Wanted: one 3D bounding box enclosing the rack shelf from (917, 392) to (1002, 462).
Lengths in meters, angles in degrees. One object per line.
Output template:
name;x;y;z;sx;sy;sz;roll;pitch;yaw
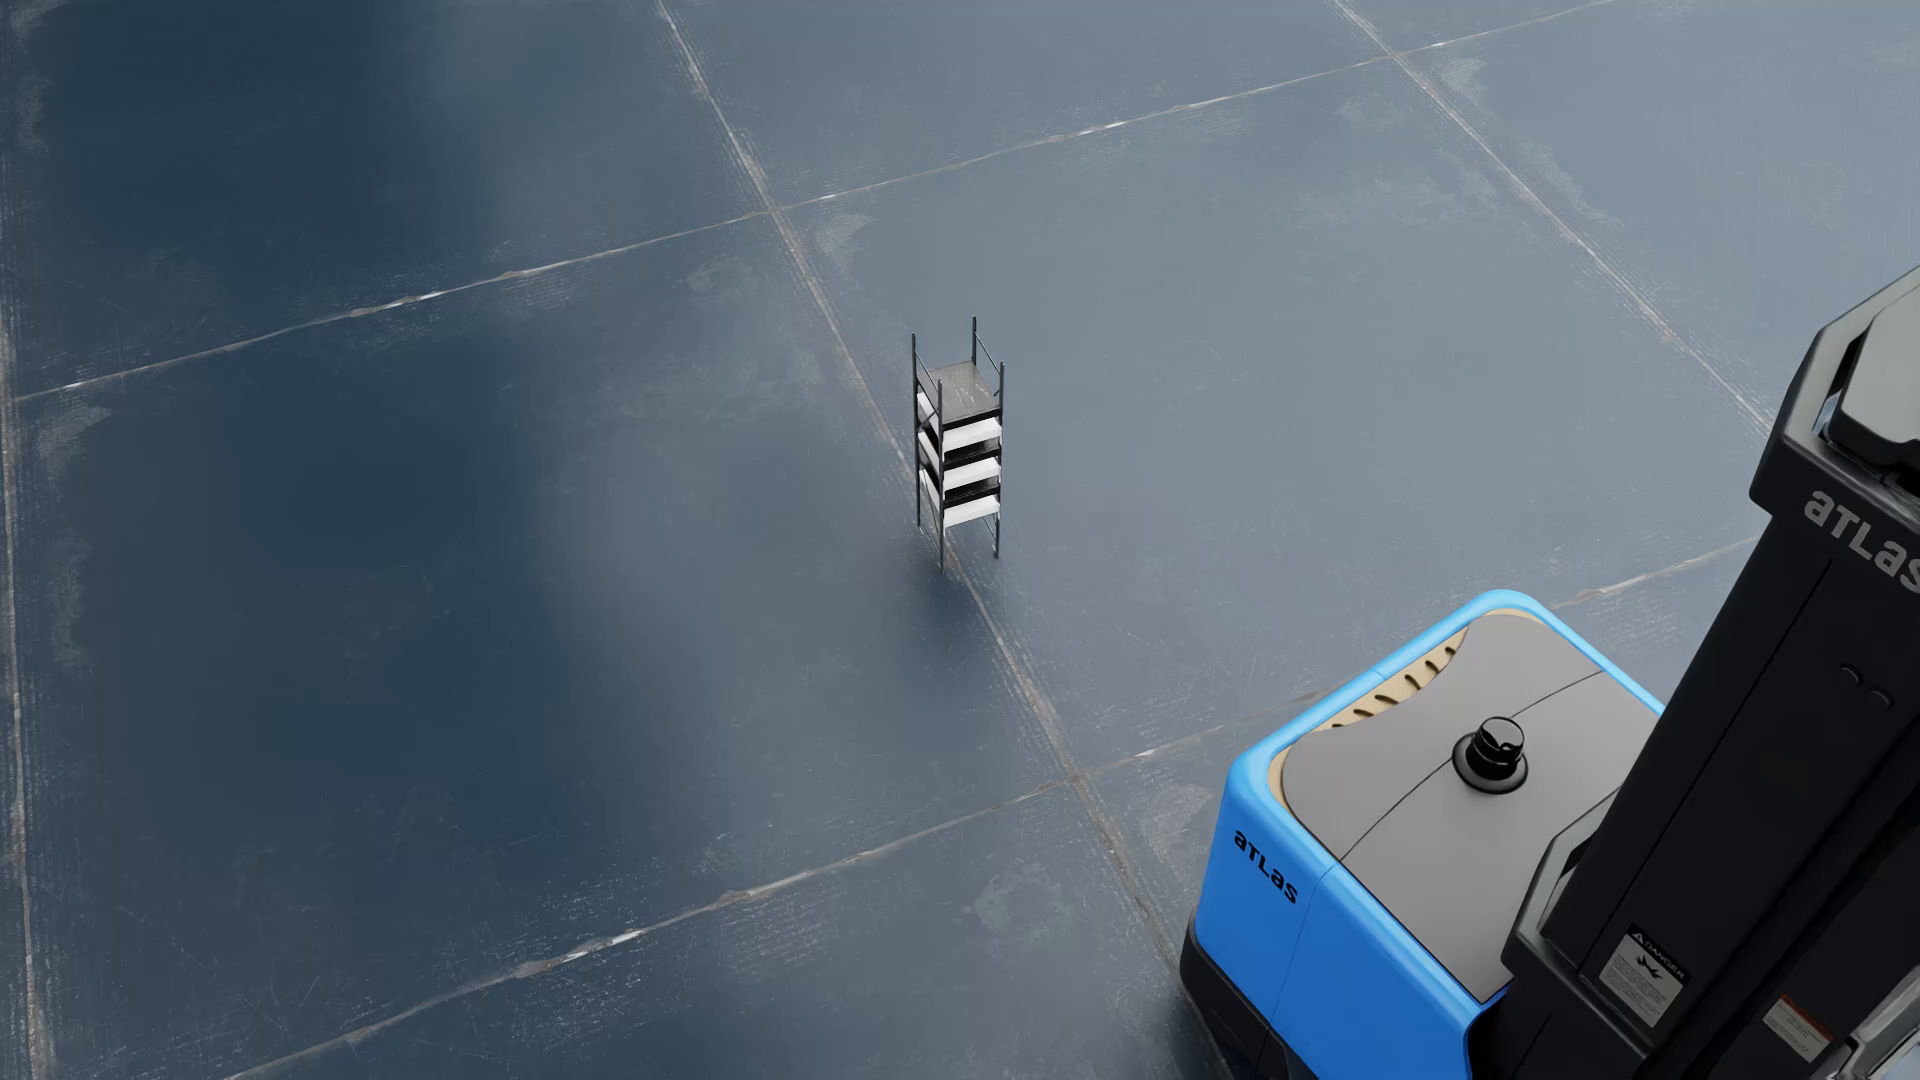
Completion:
rack shelf;-0.008;-0.386;5.295;0.200;0.077;0.258;-17;52;-14

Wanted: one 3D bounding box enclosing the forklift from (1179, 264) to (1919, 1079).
forklift;1.884;0.965;2.989;1.130;2.935;3.031;-29;55;-23

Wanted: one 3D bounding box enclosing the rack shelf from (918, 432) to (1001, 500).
rack shelf;-0.008;-0.269;5.432;0.200;0.077;0.258;-17;52;-14

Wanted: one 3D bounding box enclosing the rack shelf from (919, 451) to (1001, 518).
rack shelf;-0.008;-0.211;5.500;0.200;0.077;0.258;-17;52;-14

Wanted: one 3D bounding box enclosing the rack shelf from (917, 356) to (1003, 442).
rack shelf;-0.008;-0.445;5.227;0.200;0.077;0.258;-17;52;-14

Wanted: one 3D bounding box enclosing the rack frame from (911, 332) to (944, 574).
rack frame;-0.102;-0.262;5.382;0.006;0.900;0.240;-17;52;-14

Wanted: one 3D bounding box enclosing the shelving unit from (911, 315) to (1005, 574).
shelving unit;-0.008;-0.291;5.407;0.210;0.900;0.258;-17;52;-14

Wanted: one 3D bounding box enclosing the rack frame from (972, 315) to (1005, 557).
rack frame;0.087;-0.320;5.432;0.006;0.900;0.240;-17;52;-14

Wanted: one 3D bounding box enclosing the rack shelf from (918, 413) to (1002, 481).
rack shelf;-0.008;-0.328;5.364;0.200;0.077;0.258;-17;52;-14

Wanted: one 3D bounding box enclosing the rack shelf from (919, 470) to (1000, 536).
rack shelf;-0.008;-0.152;5.568;0.200;0.077;0.258;-17;52;-14
